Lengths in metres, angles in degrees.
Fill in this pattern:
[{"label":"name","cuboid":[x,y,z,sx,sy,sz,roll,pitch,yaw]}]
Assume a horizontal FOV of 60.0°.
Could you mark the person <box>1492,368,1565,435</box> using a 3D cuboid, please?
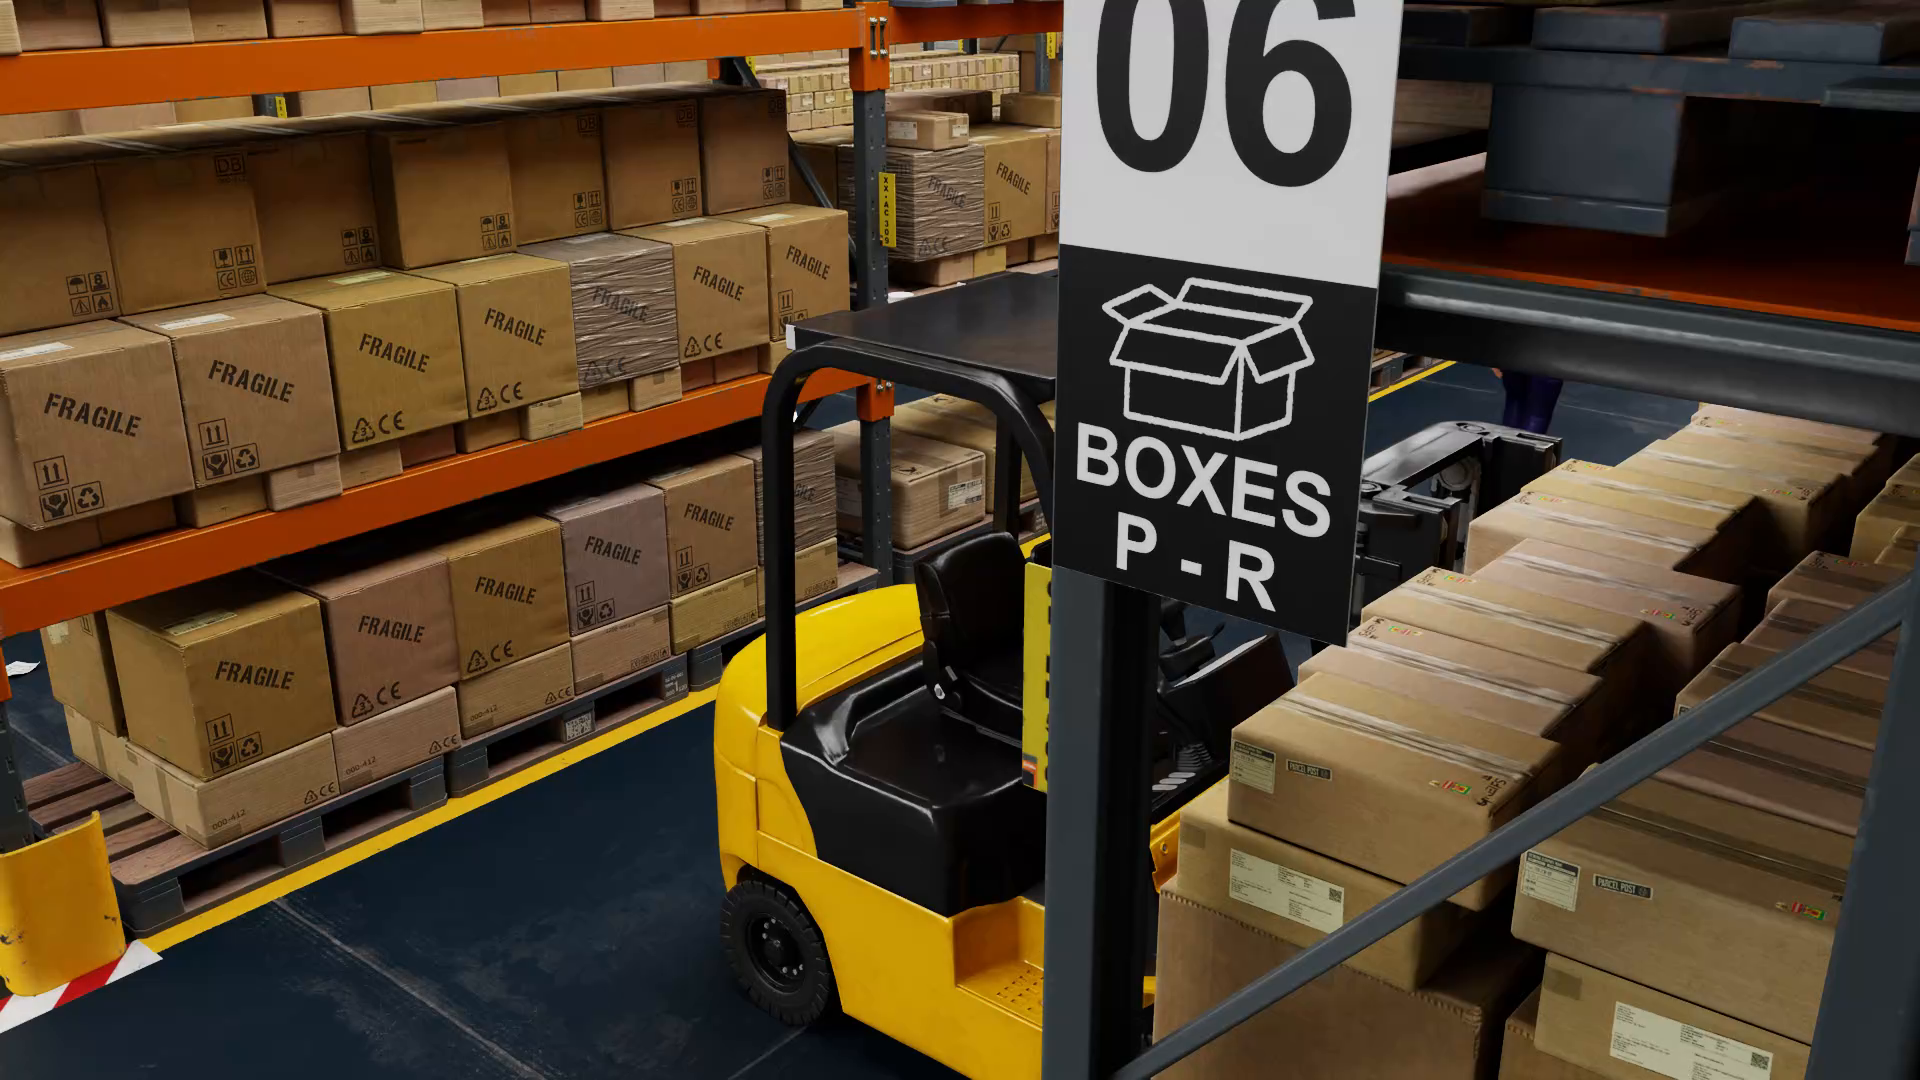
[{"label":"person","cuboid":[3.299,-1.017,9.508,0.485,1.723,0.565,15,25,35]}]
